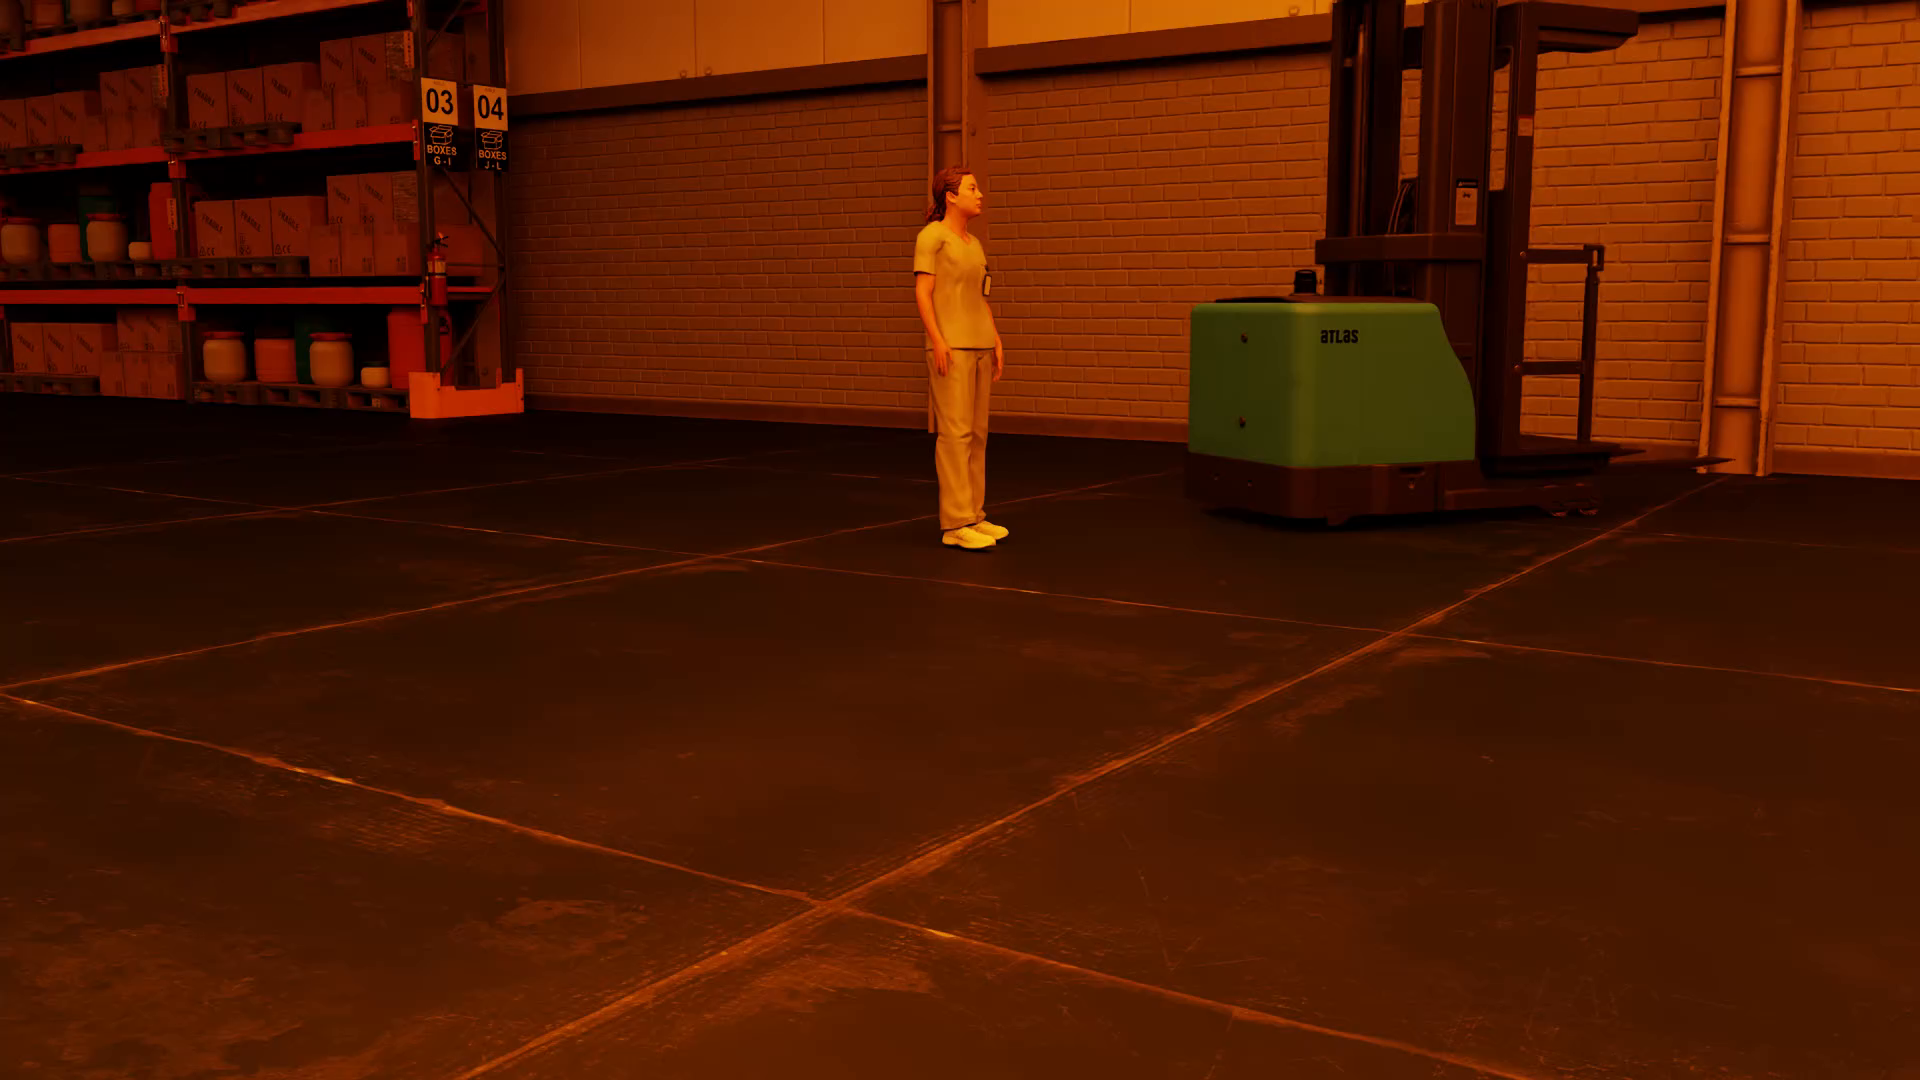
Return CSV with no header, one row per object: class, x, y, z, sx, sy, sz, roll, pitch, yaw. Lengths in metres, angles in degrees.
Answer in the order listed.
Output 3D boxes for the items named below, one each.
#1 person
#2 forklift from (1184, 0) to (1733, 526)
person,0.054,-0.829,7.432,0.548,1.673,0.549,5,10,34
forklift,2.729,-1.628,8.644,3.031,2.935,1.130,-4,9,-24
